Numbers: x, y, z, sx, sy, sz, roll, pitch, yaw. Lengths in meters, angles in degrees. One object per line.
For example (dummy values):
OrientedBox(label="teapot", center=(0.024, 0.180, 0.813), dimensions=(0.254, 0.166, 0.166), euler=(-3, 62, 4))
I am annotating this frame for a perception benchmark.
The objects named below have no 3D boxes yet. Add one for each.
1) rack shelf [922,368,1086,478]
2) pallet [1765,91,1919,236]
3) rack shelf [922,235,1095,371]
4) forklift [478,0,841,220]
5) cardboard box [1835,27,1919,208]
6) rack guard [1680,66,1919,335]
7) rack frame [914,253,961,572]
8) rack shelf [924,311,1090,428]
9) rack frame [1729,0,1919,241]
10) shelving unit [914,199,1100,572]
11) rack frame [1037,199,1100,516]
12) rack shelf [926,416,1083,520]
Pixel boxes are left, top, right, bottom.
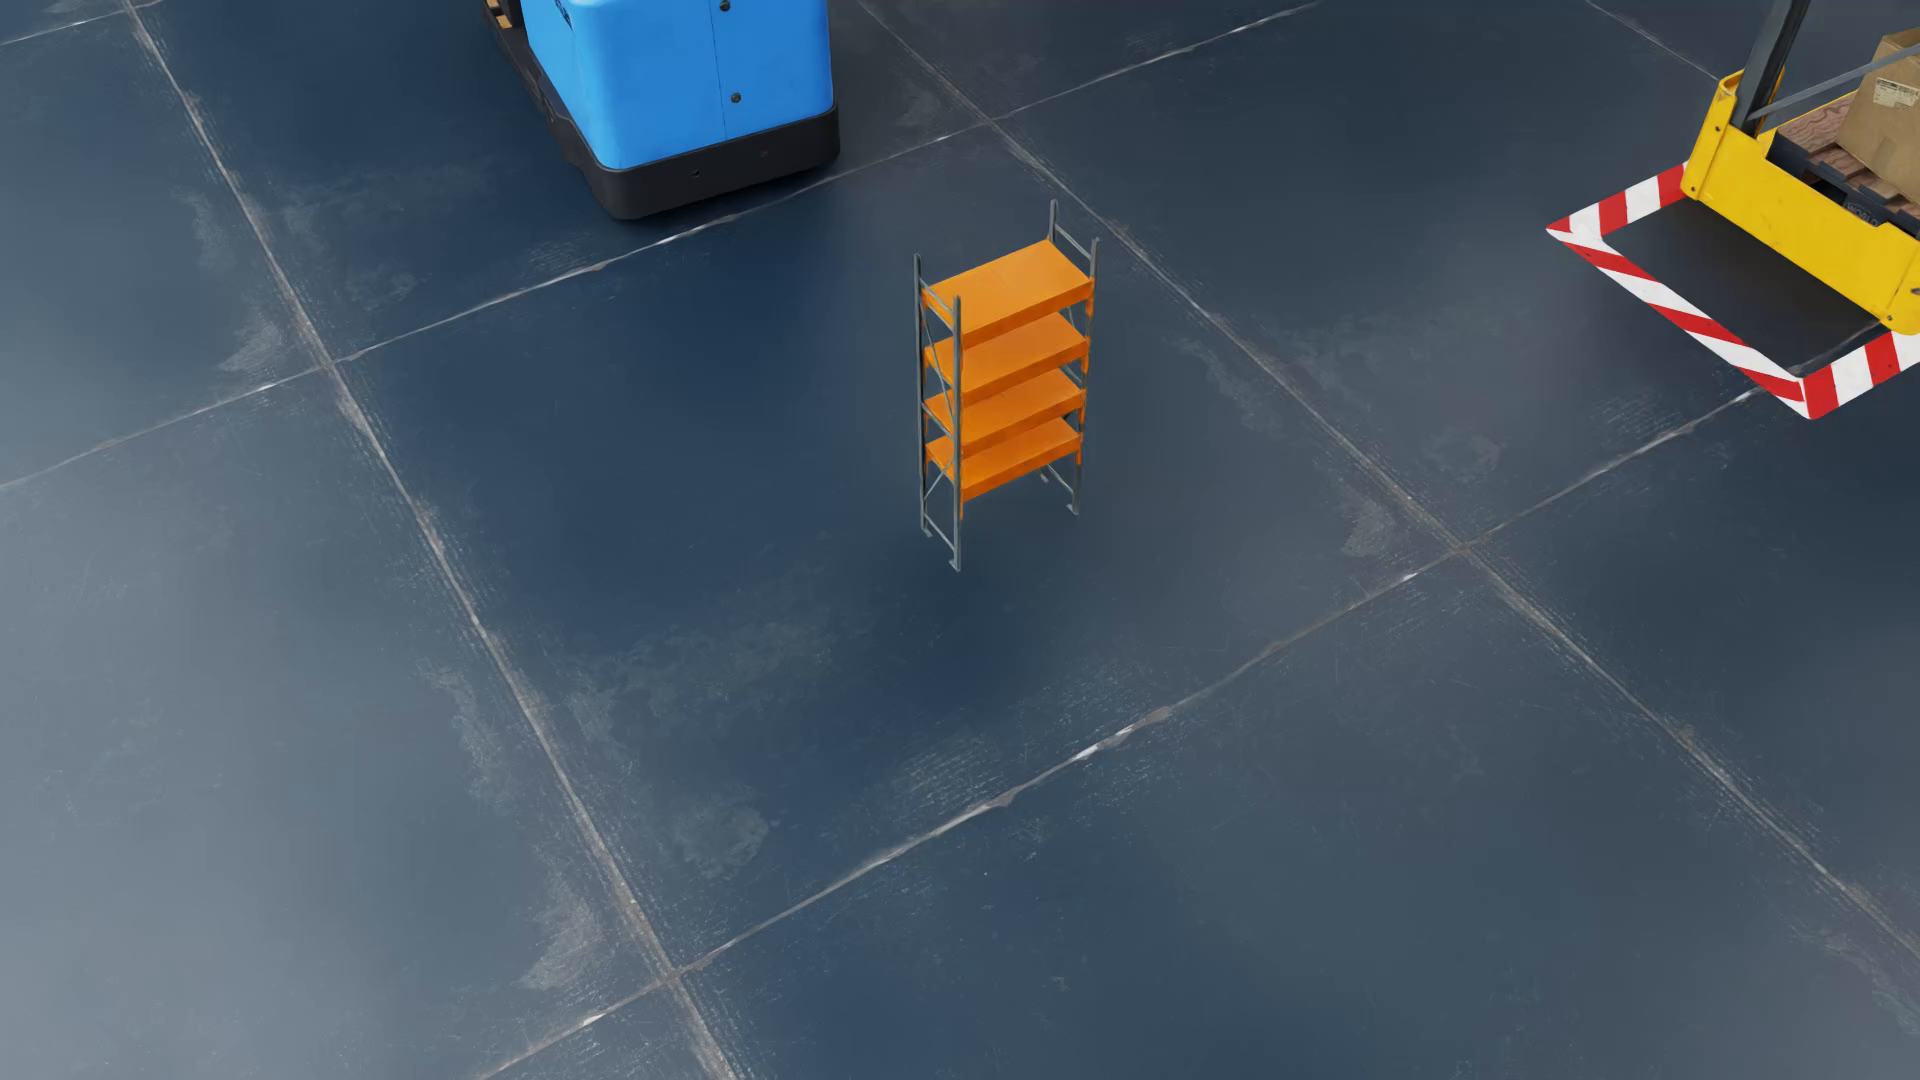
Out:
OrientedBox(label="rack shelf", center=(0.140, -0.420, 5.411), dimensions=(0.480, 0.148, 0.258), euler=(-25, 53, -21))
OrientedBox(label="pallet", center=(4.206, -1.585, 7.020), dimensions=(1.213, 0.211, 1.003), euler=(-25, 53, -21))
OrientedBox(label="rack shelf", center=(0.140, -0.726, 5.067), dimensions=(0.480, 0.148, 0.258), euler=(-25, 53, -21))
OrientedBox(label="forklift", center=(-1.623, -3.400, 6.815), dimensions=(1.130, 2.935, 3.031), euler=(-20, 51, -17))
OrientedBox(label="cardboard box", center=(3.973, -1.727, 6.672), dimensions=(0.500, 0.500, 0.500), euler=(-16, 50, -14))
OrientedBox(label="rack guard", center=(3.501, -1.380, 6.644), dimensions=(0.348, 0.500, 1.175), euler=(-25, 53, -21))
OrientedBox(label="rack frame", center=(-0.066, -0.368, 5.274), dimensions=(0.015, 1.200, 0.240), euler=(-25, 53, -21))
OrientedBox(label="rack shelf", center=(0.140, -0.569, 5.244), dimensions=(0.480, 0.148, 0.258), euler=(-25, 53, -21))
OrientedBox(label="rack frame", center=(3.436, -2.181, 5.683), dimensions=(0.127, 3.000, 1.000), euler=(-25, 53, -21))
OrientedBox(label="shelving unit", center=(0.140, -0.465, 5.361), dimensions=(0.503, 1.200, 0.258), euler=(-25, 53, -21))
OrientedBox(label="rack frame", center=(0.346, -0.562, 5.447), dimensions=(0.015, 1.200, 0.240), euler=(-25, 53, -21))
OrientedBox(label="rack shelf", center=(0.140, -0.288, 5.559), dimensions=(0.480, 0.148, 0.258), euler=(-25, 53, -21))
